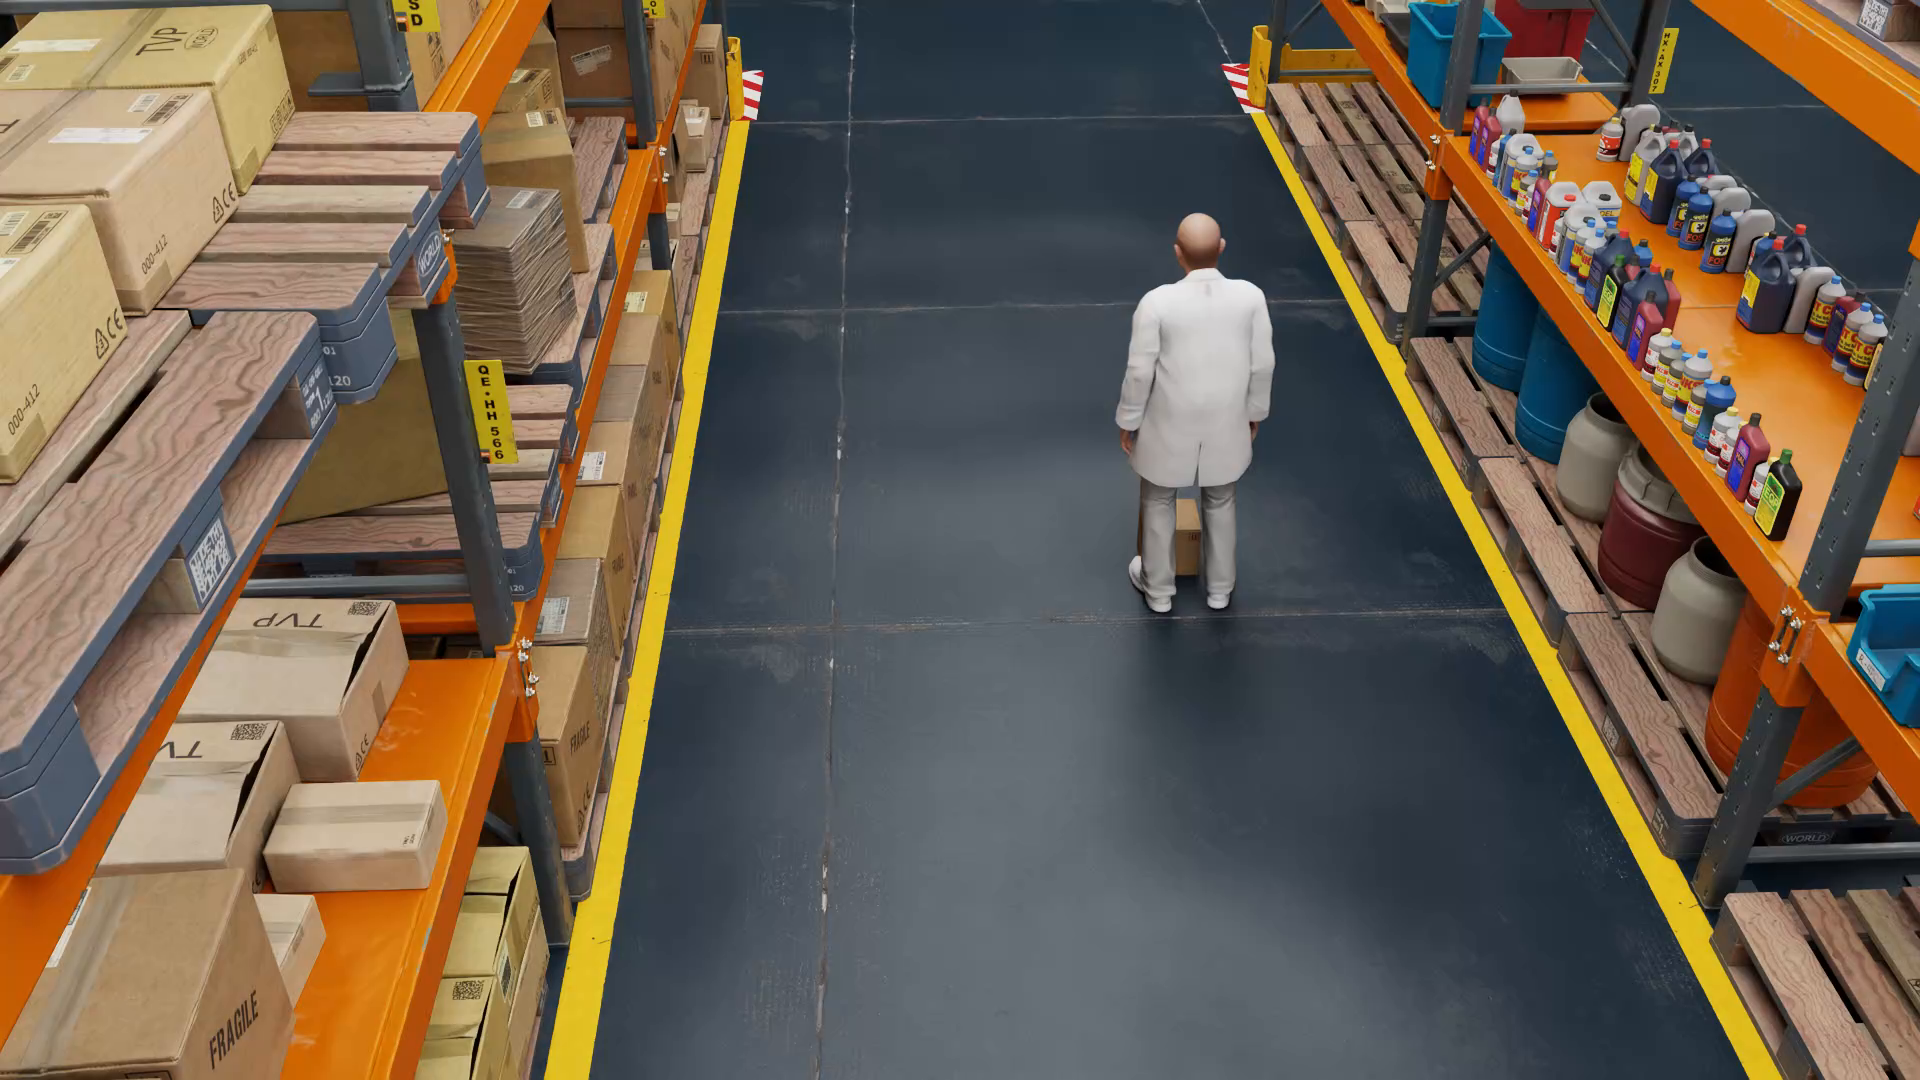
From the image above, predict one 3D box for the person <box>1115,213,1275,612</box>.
[{"bbox_3d":[0.957,-0.498,6.876,0.645,1.772,0.429,-3,35,-5],"label":"person"}]
